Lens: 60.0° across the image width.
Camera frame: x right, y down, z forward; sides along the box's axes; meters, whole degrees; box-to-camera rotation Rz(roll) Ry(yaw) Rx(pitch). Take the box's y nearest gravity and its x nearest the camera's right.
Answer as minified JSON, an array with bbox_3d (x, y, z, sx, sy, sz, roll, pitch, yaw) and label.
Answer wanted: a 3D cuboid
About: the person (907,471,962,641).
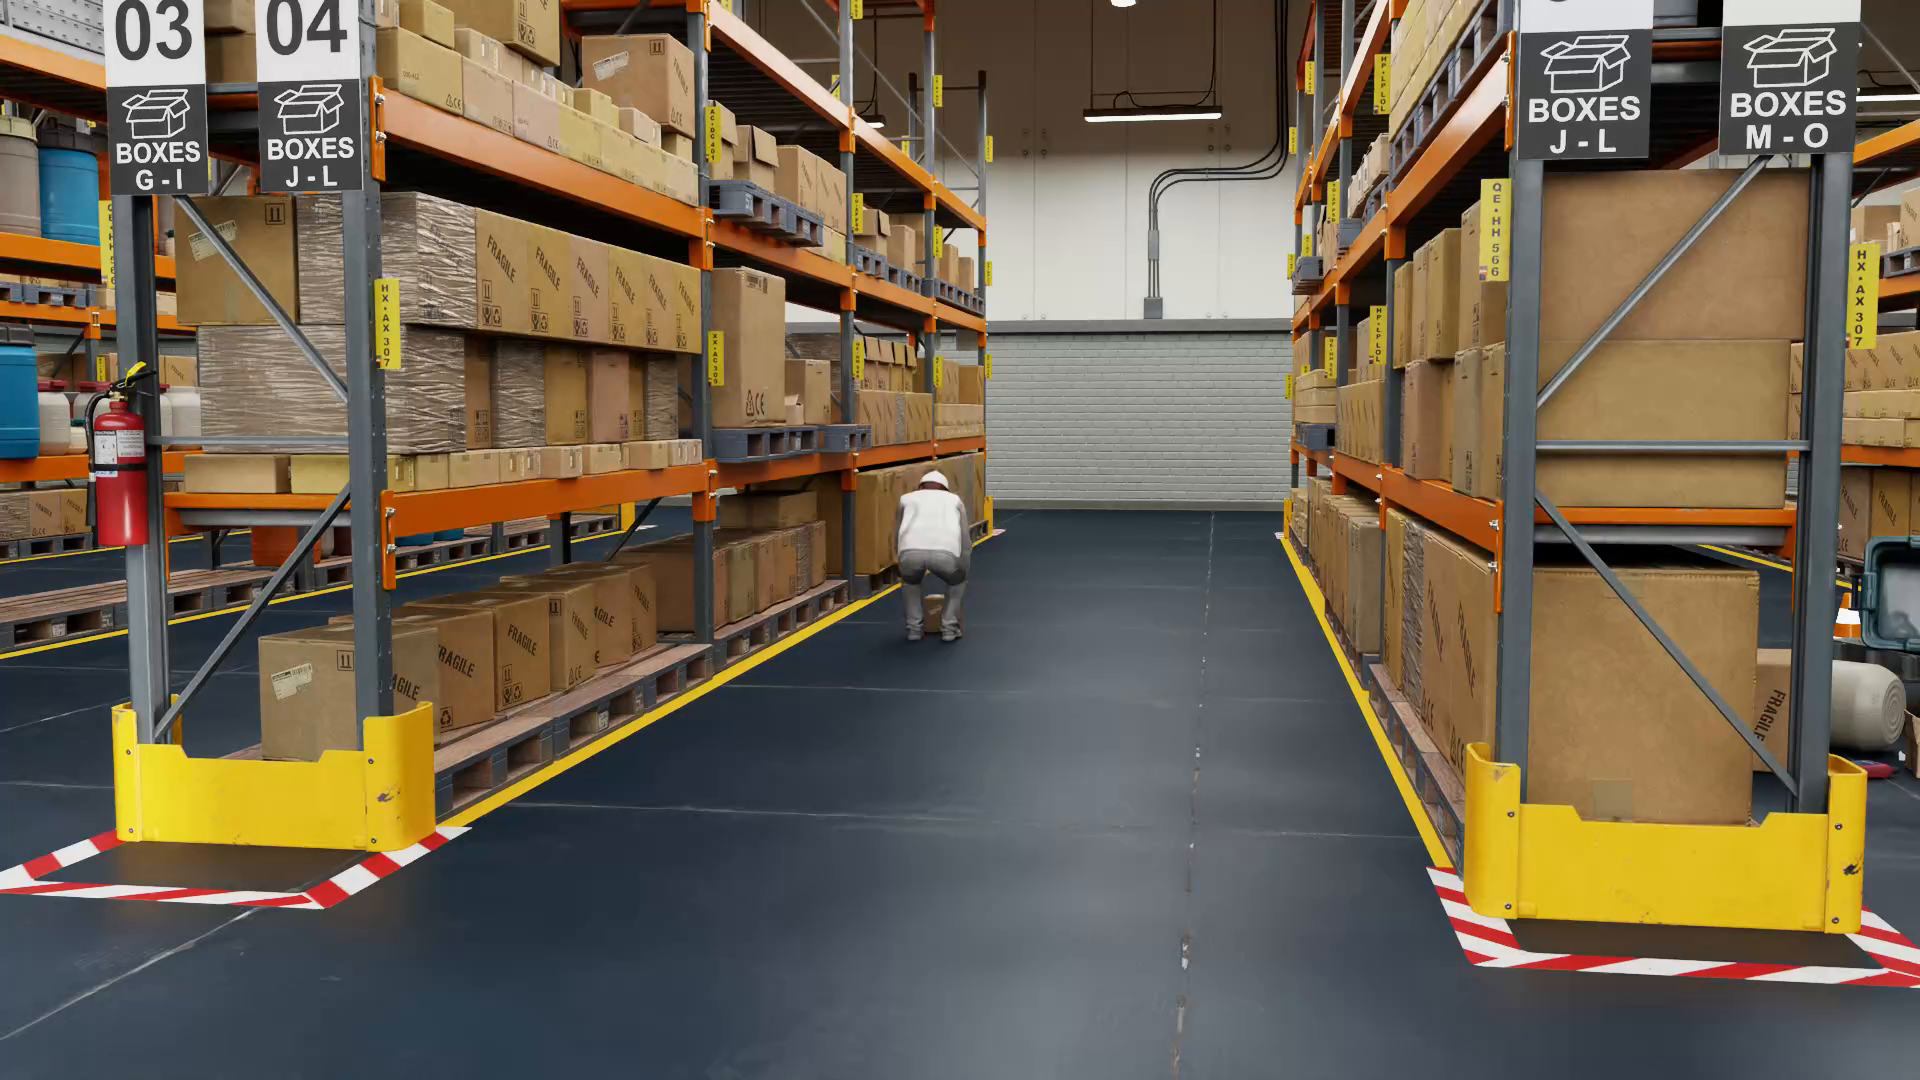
[{"bbox_3d":[-3.583,-2.217,11.962,7.197,5.811,11.417,1,4,9],"label":"person"}]
